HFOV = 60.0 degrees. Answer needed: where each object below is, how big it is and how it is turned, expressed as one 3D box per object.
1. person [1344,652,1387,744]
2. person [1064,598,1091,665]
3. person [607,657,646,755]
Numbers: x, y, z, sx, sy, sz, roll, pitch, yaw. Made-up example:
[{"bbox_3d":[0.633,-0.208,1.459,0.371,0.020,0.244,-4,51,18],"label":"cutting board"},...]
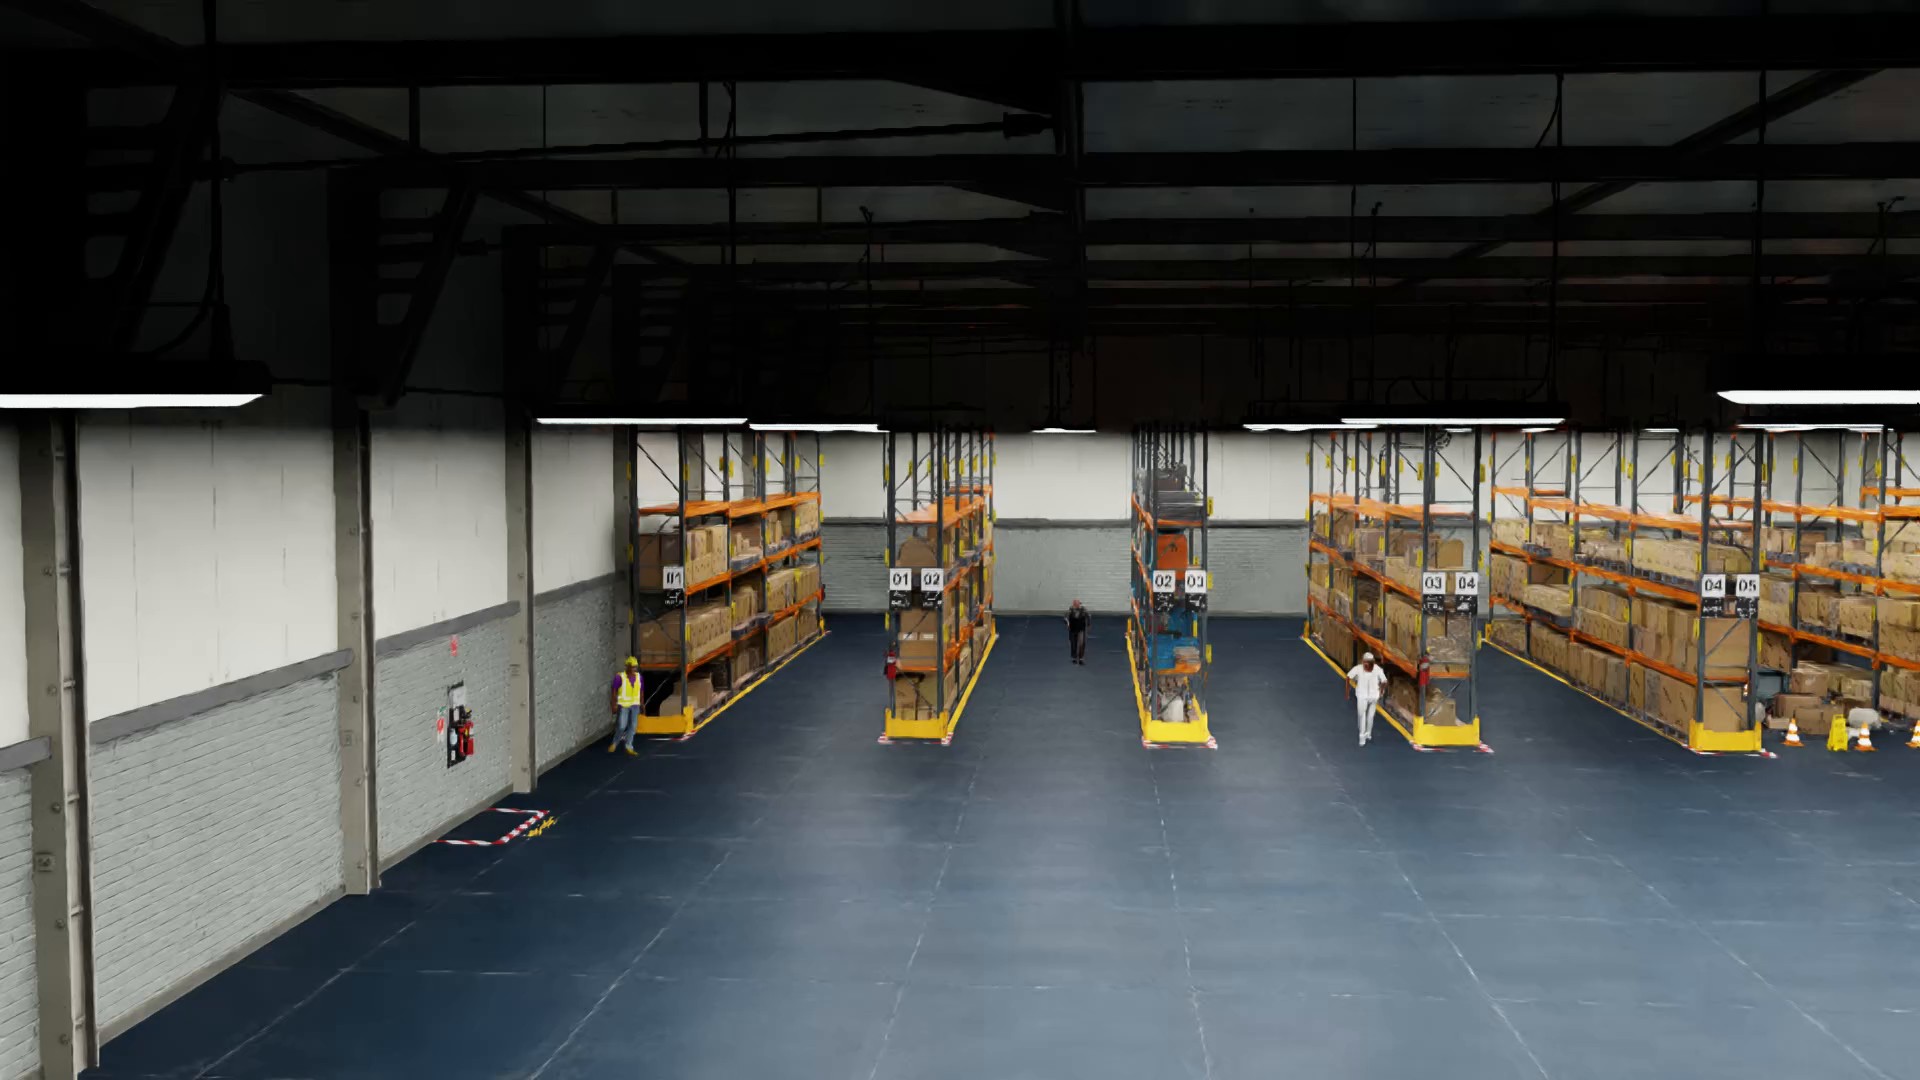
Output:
[{"bbox_3d":[7.577,2.909,30.985,0.739,1.693,0.859,0,4,2],"label":"person"},{"bbox_3d":[2.931,2.262,41.562,0.678,1.660,0.836,1,4,10],"label":"person"},{"bbox_3d":[-5.975,2.959,29.760,0.669,1.754,0.492,-3,5,-37],"label":"person"}]
